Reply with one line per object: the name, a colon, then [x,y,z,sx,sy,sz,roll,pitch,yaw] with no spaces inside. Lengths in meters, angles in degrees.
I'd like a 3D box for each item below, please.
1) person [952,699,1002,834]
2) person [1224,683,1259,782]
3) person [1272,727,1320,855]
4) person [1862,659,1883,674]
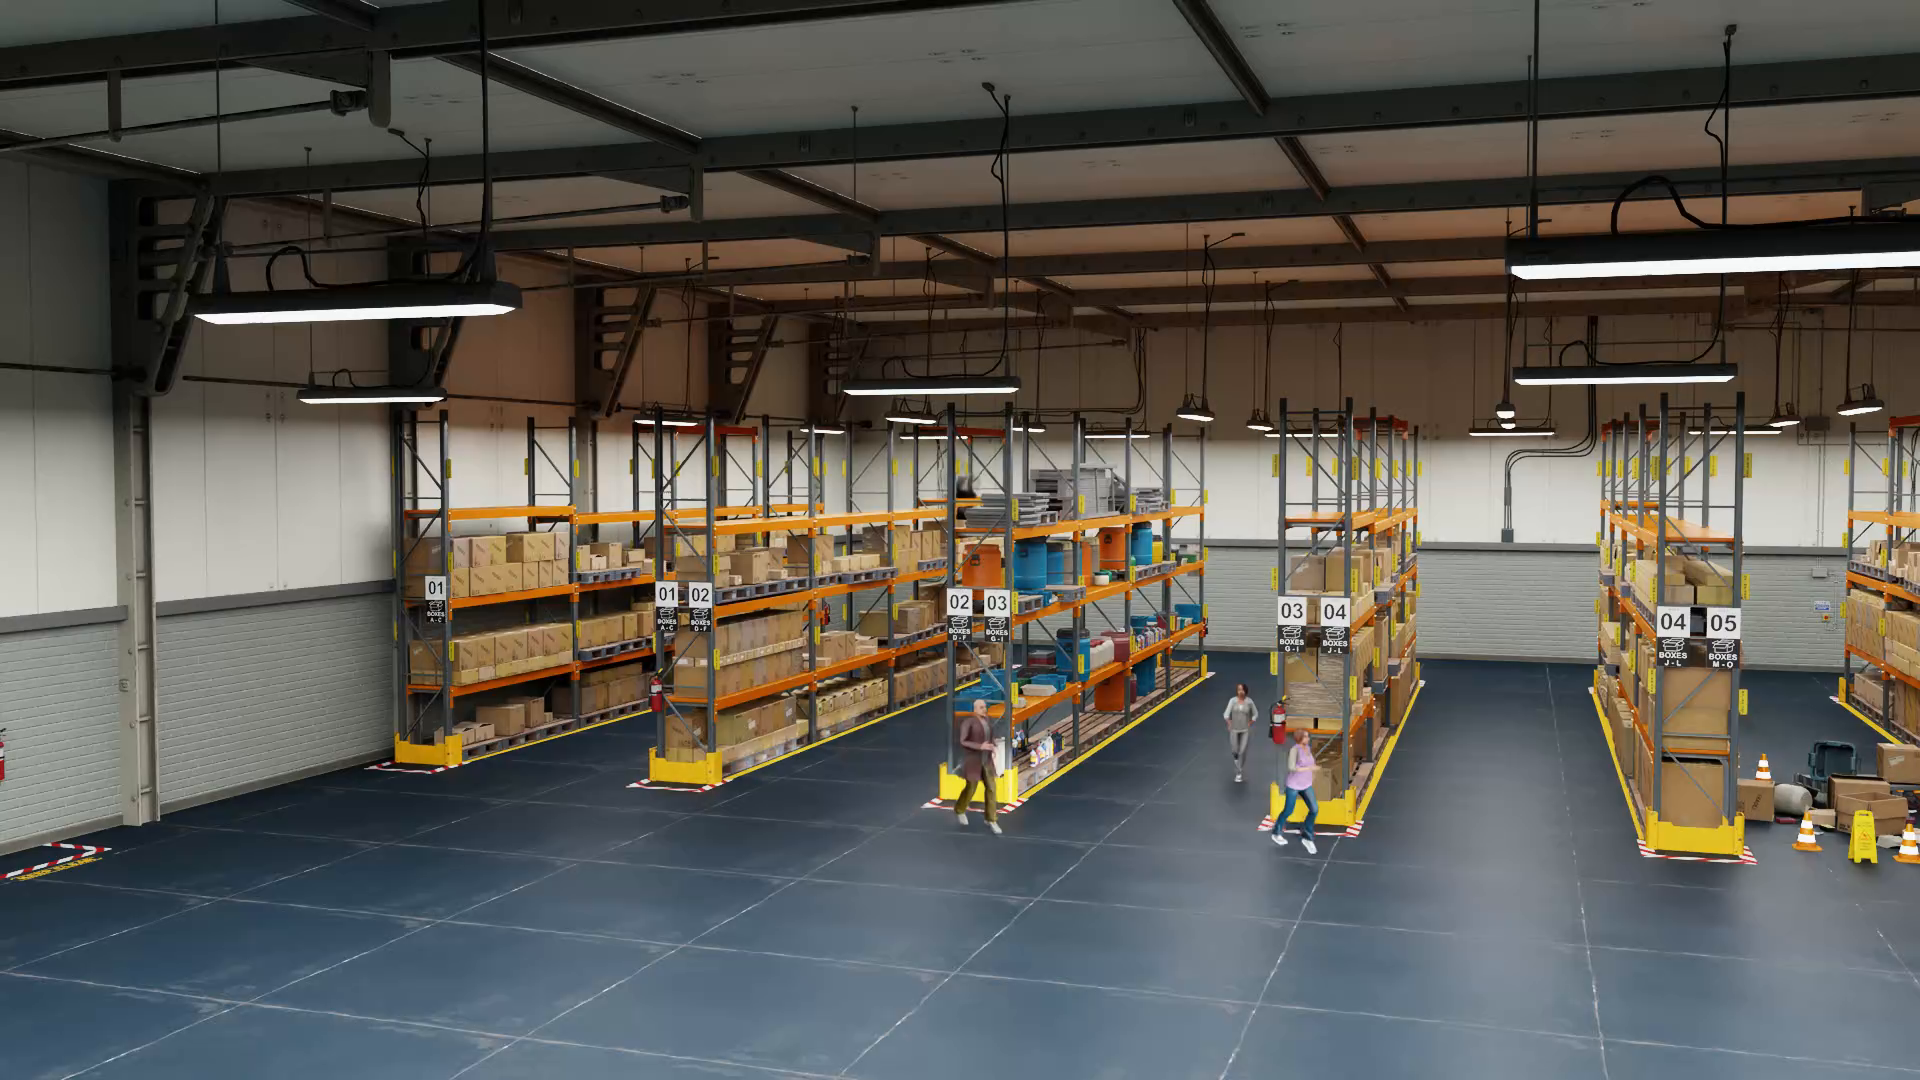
person: [0.247,3.127,23.097,0.735,1.829,0.889,-2,3,-39]
person: [4.515,3.082,26.724,0.554,1.533,0.679,0,2,11]
person: [4.443,3.262,21.749,0.525,1.635,0.764,-2,3,-33]
person: [20.157,2.545,36.662,0.776,1.742,0.970,-2,3,-36]
